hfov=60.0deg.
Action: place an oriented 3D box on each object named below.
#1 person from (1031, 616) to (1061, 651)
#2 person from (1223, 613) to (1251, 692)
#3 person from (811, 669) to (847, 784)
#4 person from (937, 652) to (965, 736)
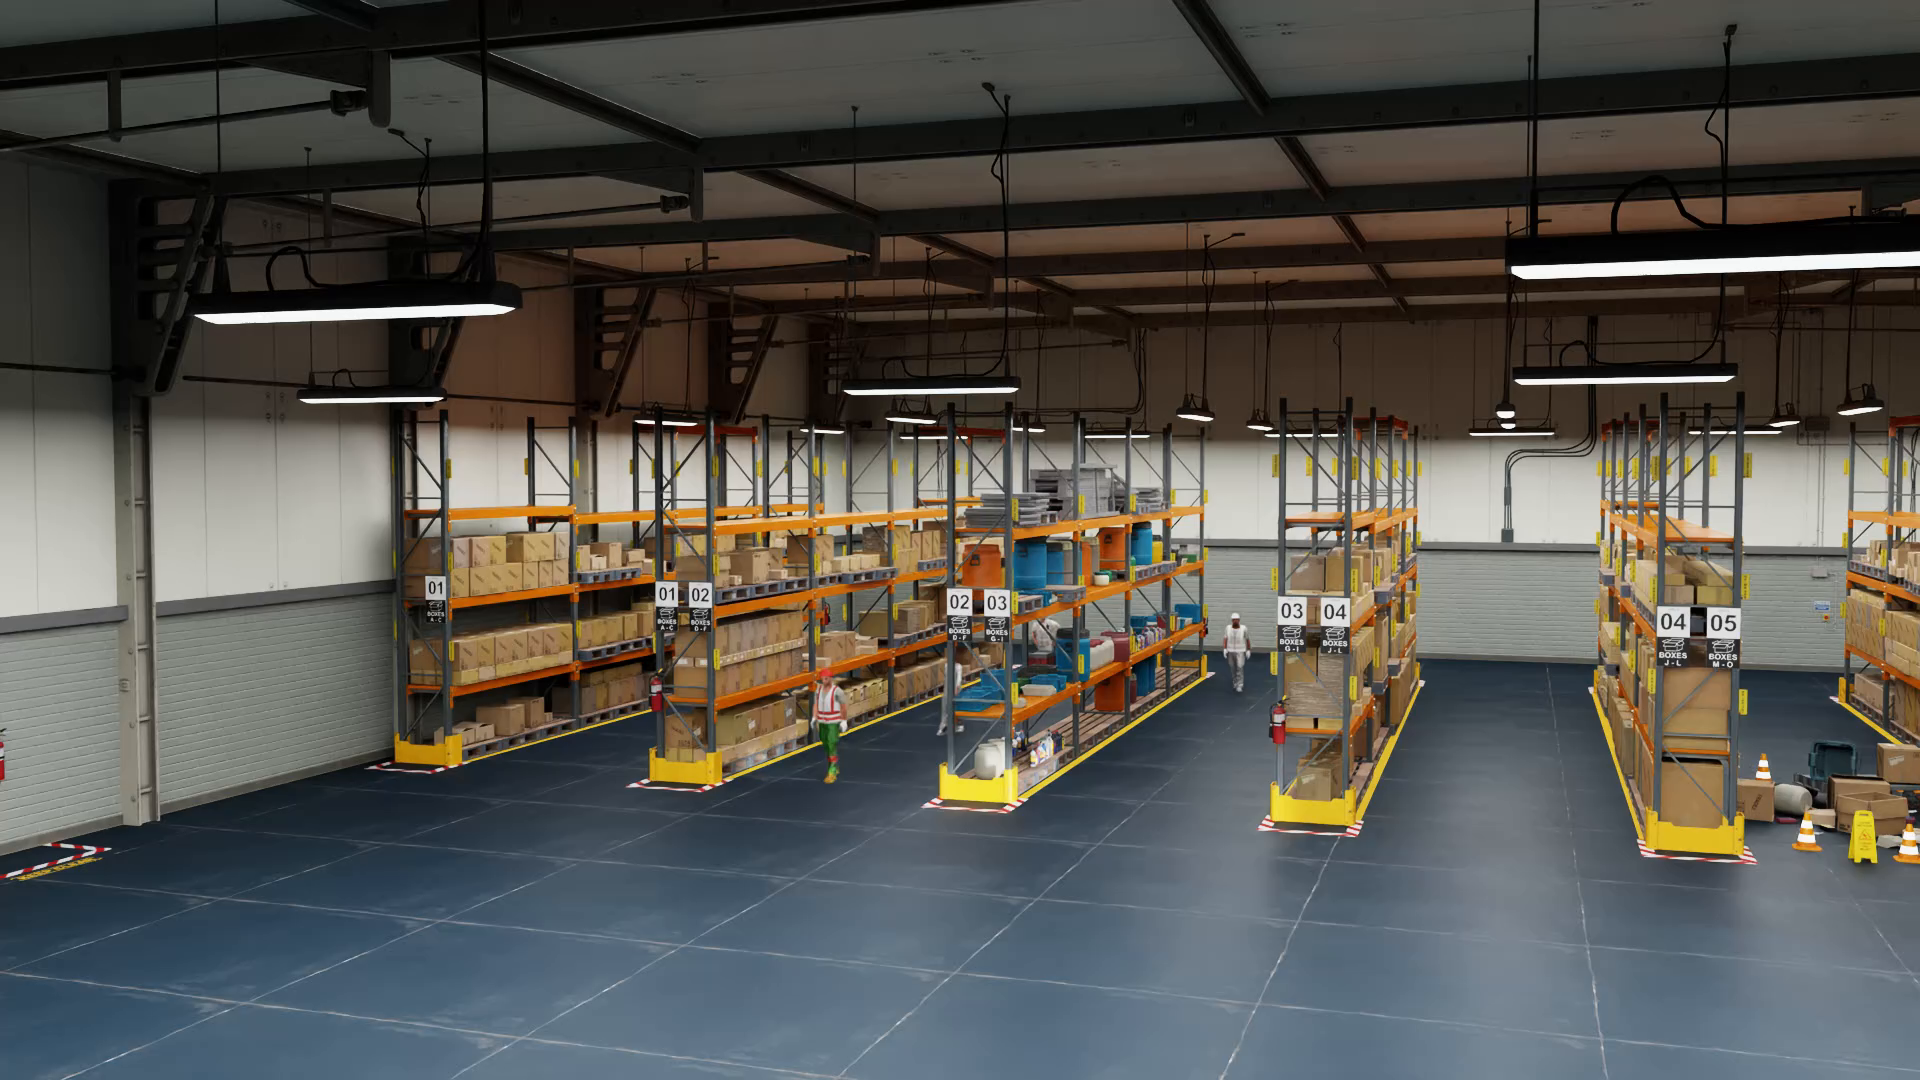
[{"bbox_3d":[2.054,2.462,39.652,0.693,1.690,0.732,1,3,26],"label":"person"},{"bbox_3d":[6.161,2.506,37.220,0.578,1.734,0.968,1,3,24],"label":"person"},{"bbox_3d":[-2.132,2.968,26.828,0.609,1.774,0.789,2,3,35],"label":"person"},{"bbox_3d":[-0.165,2.861,31.226,0.431,1.554,0.856,1,3,27],"label":"person"}]
